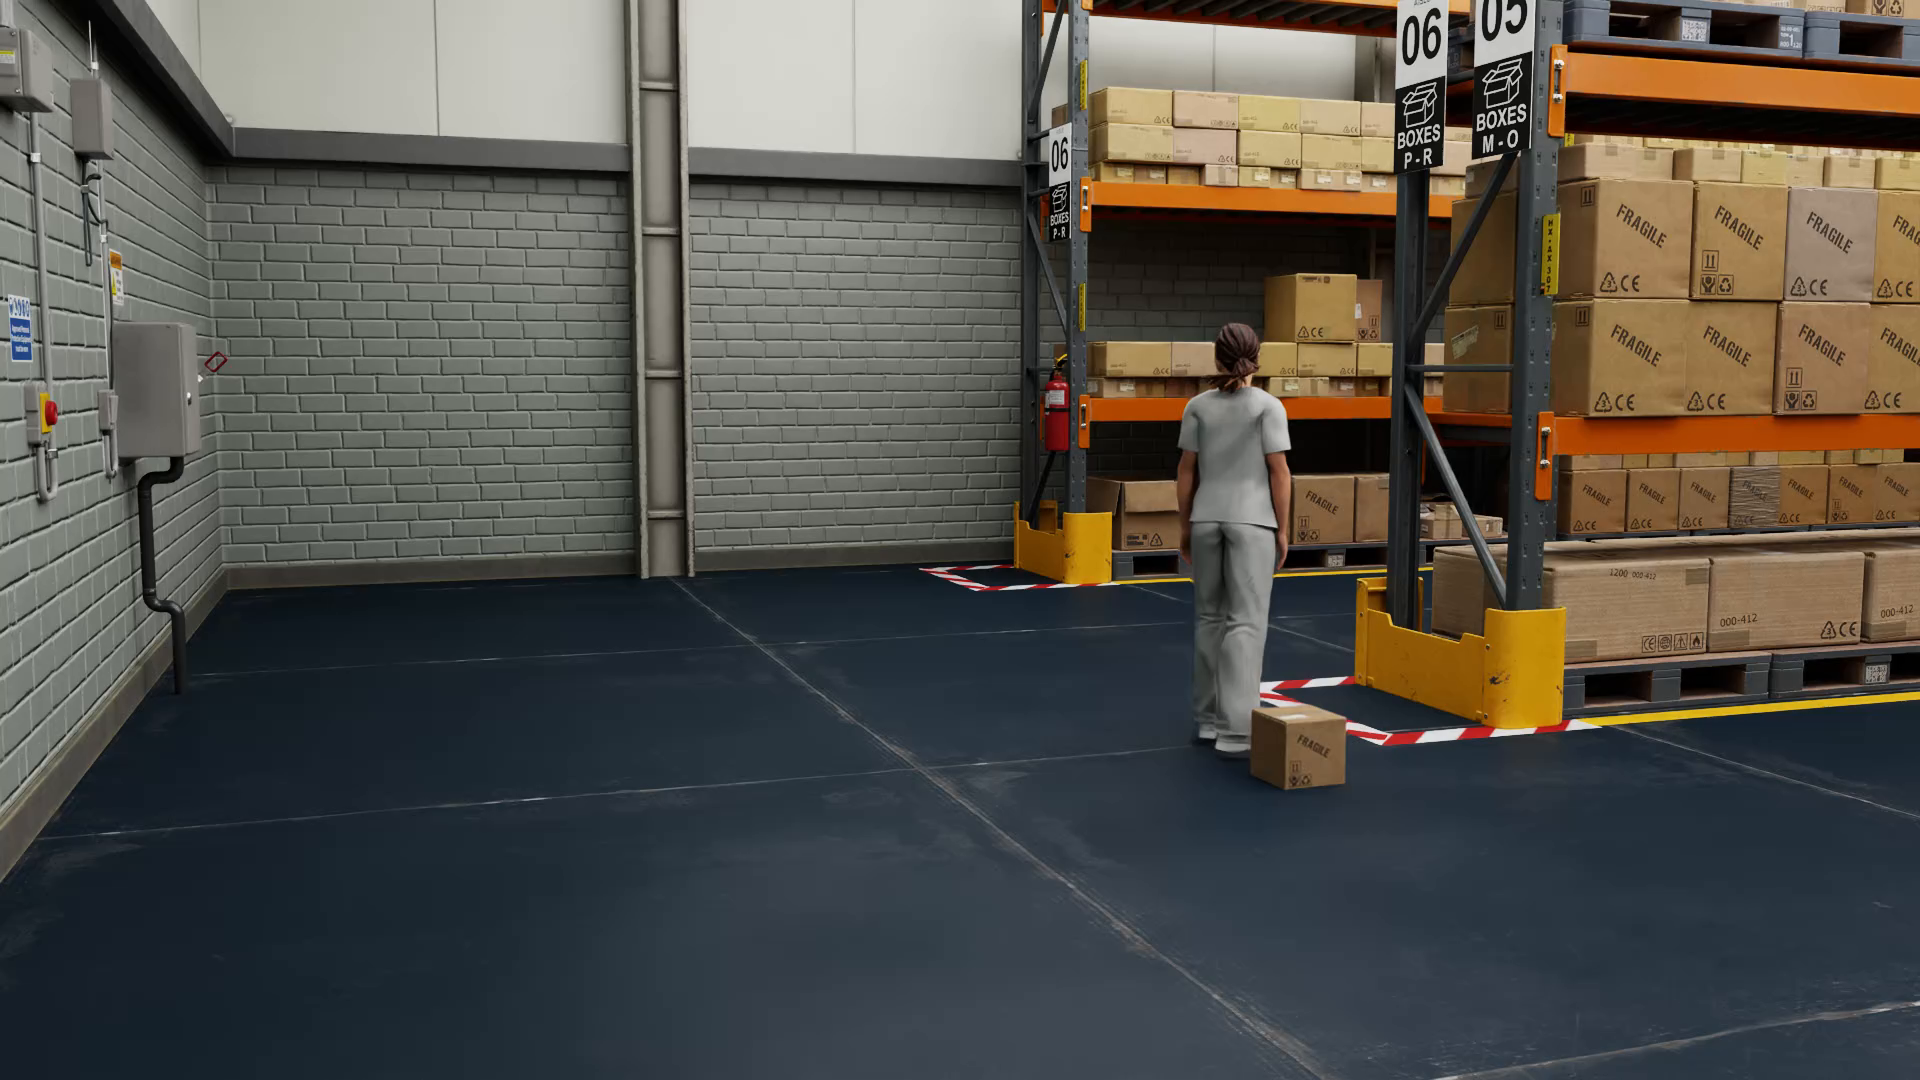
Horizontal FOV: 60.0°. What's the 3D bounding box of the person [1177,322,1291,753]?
[{"bbox_3d":[1.098,-0.019,6.571,0.498,1.670,0.514,4,7,34],"label":"person"}]
